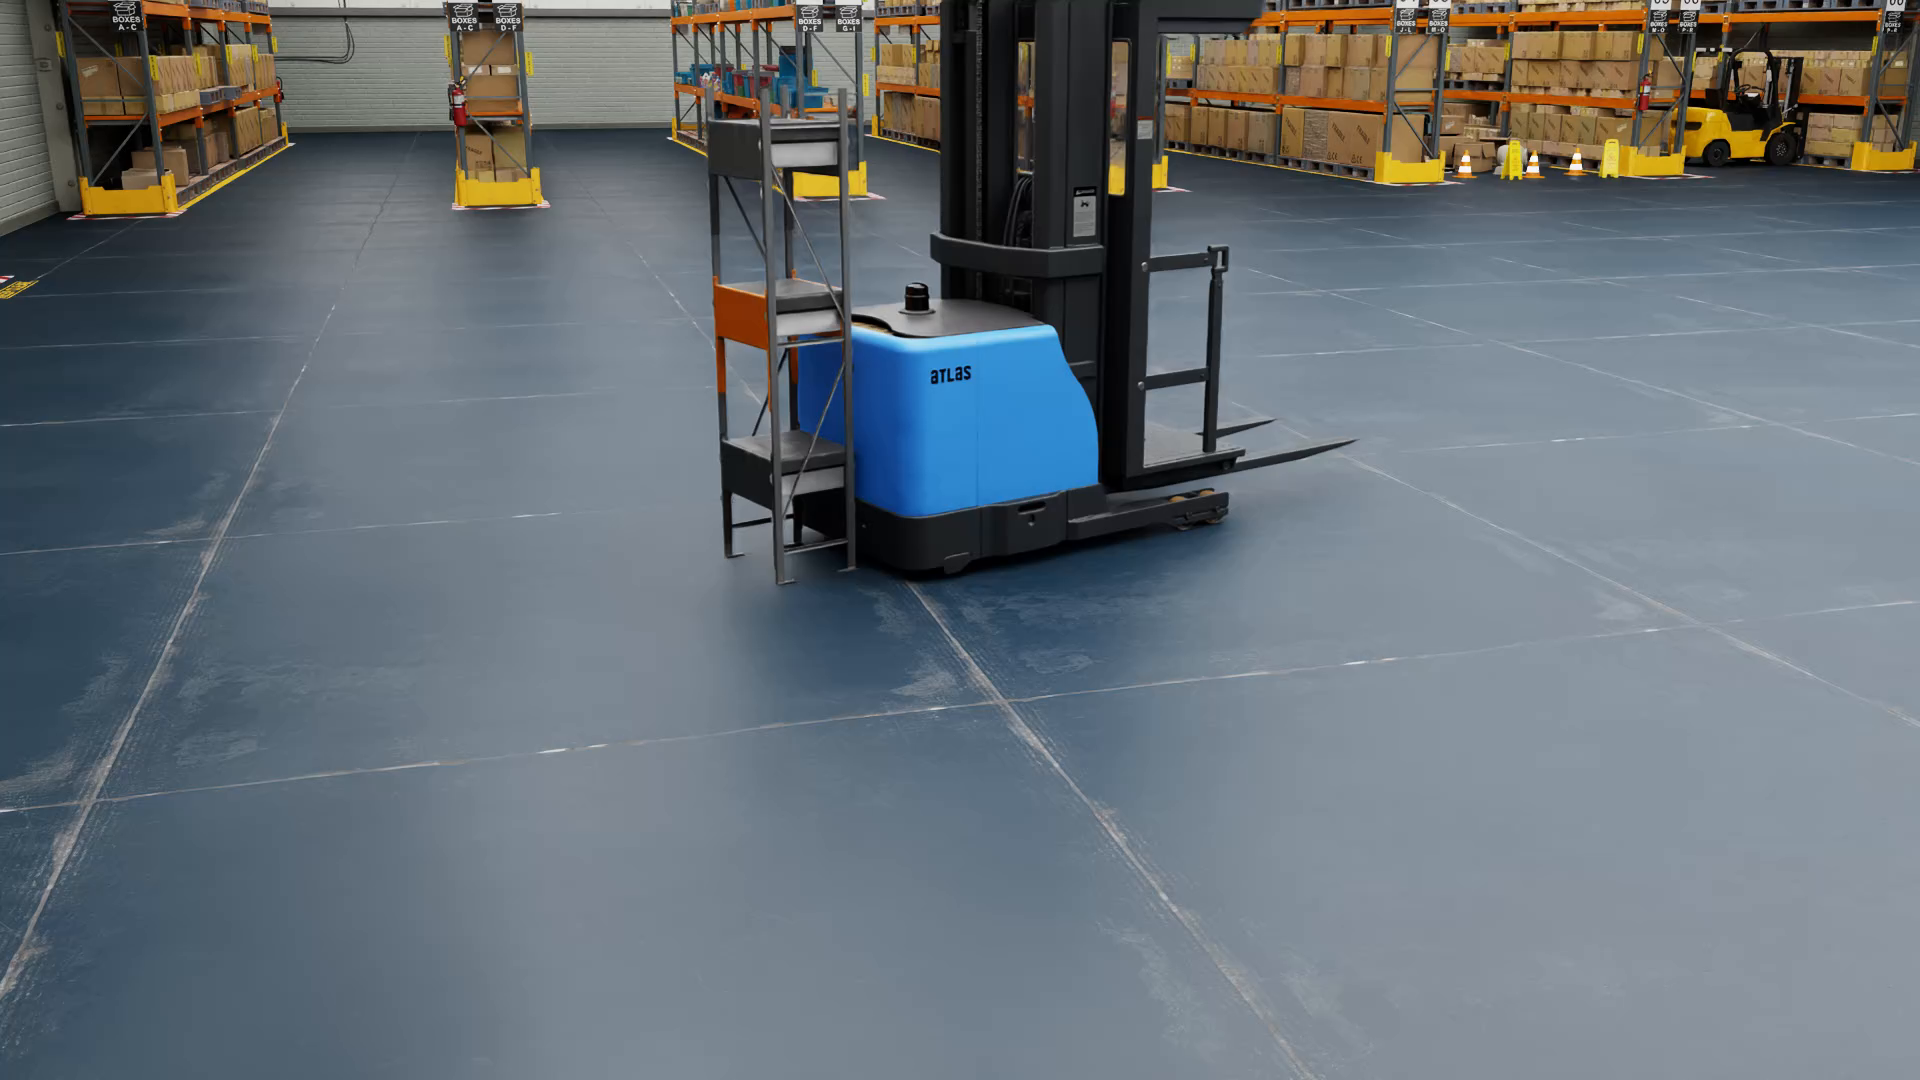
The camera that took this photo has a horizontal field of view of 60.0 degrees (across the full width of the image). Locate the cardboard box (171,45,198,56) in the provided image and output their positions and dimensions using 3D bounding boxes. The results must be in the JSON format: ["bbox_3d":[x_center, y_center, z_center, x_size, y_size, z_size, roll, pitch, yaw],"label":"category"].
[{"bbox_3d":[-14.068,-8.846,30.158,0.500,0.250,0.500,-4,17,-14],"label":"cardboard box"}]

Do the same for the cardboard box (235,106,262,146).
[{"bbox_3d":[-14.489,-8.290,33.344,0.750,0.750,0.750,-4,17,-15],"label":"cardboard box"}]

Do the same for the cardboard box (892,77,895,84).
[{"bbox_3d":[-1.400,-10.900,39.461,0.380,0.149,0.250,-5,17,-17],"label":"cardboard box"}]

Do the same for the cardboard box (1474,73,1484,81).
[{"bbox_3d":[10.654,-9.378,33.665,0.380,0.149,0.250,-5,17,-16],"label":"cardboard box"}]

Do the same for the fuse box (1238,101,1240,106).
[{"bbox_3d":[8.412,-13.420,49.653,0.539,1.711,0.414,-5,17,-15],"label":"fuse box"}]

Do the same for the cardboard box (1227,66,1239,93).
[{"bbox_3d":[5.670,-9.205,33.210,0.500,0.500,0.500,-5,17,-16],"label":"cardboard box"}]

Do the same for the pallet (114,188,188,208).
[{"bbox_3d":[-11.705,-4.882,23.838,1.003,0.211,1.213,-5,17,-15],"label":"pallet"}]

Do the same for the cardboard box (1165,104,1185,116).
[{"bbox_3d":[4.802,-9.391,36.314,0.500,0.250,0.500,-4,17,-14],"label":"cardboard box"}]

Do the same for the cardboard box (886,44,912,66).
[{"bbox_3d":[-1.446,-11.564,39.676,0.500,0.500,0.500,-5,17,-17],"label":"cardboard box"}]

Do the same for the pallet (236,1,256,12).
[{"bbox_3d":[-15.008,-10.910,33.997,1.003,0.211,1.213,-5,17,-15],"label":"pallet"}]

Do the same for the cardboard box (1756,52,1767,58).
[{"bbox_3d":[16.005,-9.602,32.886,0.380,0.149,0.250,-4,17,-14],"label":"cardboard box"}]

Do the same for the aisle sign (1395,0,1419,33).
[{"bbox_3d":[7.321,-8.710,27.215,0.394,0.787,0.004,-5,17,-15],"label":"aisle sign"}]

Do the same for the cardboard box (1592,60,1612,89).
[{"bbox_3d":[11.774,-8.385,29.961,0.500,0.500,0.500,-5,17,-15],"label":"cardboard box"}]

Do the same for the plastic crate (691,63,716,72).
[{"bbox_3d":[-6.095,-11.146,39.678,0.616,0.435,0.499,-5,17,-15],"label":"plastic crate"}]

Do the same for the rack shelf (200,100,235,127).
[{"bbox_3d":[-13.144,-7.284,28.238,1.077,0.370,4.000,-5,17,-15],"label":"rack shelf"}]

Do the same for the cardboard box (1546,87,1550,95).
[{"bbox_3d":[11.360,-8.522,31.544,0.380,0.149,0.250,-5,17,-16],"label":"cardboard box"}]

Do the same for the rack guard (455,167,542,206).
[{"bbox_3d":[-6.727,-5.158,24.254,1.175,0.500,0.348,-5,17,-15],"label":"rack guard"}]

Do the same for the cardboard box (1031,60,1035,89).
[{"bbox_3d":[1.758,-8.311,29.716,0.875,0.500,0.500,-5,17,-15],"label":"cardboard box"}]

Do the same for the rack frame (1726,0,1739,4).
[{"bbox_3d":[15.993,-12.300,33.259,1.000,3.000,0.127,-5,17,-15],"label":"rack frame"}]

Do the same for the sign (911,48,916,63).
[{"bbox_3d":[-1.038,-10.871,37.287,0.100,0.325,0.005,-5,17,-15],"label":"sign"}]

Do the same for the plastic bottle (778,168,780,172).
[{"bbox_3d":[-2.945,-6.166,27.223,0.061,0.283,0.133,-4,17,-14],"label":"plastic bottle"}]

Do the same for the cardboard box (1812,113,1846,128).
[{"bbox_3d":[16.520,-7.927,31.441,0.500,0.250,0.500,-4,17,-14],"label":"cardboard box"}]

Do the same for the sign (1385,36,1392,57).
[{"bbox_3d":[7.064,-8.137,27.402,0.100,0.325,0.005,-5,17,-15],"label":"sign"}]

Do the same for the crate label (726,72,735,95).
[{"bbox_3d":[-4.155,-8.686,31.593,0.502,0.435,0.616,-5,17,-15],"label":"crate label"}]

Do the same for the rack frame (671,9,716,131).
[{"bbox_3d":[-6.367,-11.178,39.951,1.000,3.000,0.127,-5,17,-15],"label":"rack frame"}]

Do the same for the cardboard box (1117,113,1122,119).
[{"bbox_3d":[3.944,-10.026,39.307,0.380,0.149,0.250,-4,17,-14],"label":"cardboard box"}]

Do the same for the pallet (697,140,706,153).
[{"bbox_3d":[-5.095,-8.519,35.947,1.003,0.211,1.213,-5,17,-15],"label":"pallet"}]

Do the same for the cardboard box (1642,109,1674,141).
[{"bbox_3d":[15.425,-9.058,36.289,0.875,0.625,0.625,-5,18,-18],"label":"cardboard box"}]

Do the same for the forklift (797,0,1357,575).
[{"bbox_3d":[0.718,-1.563,8.060,3.031,2.935,1.130,-11,20,-33],"label":"forklift"}]

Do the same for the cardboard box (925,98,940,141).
[{"bbox_3d":[-0.064,-9.224,36.409,1.225,0.875,0.875,-5,18,-17],"label":"cardboard box"}]

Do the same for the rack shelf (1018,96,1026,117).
[{"bbox_3d":[1.144,-8.459,32.149,1.077,0.370,4.000,-5,17,-15],"label":"rack shelf"}]

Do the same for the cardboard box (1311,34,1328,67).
[{"bbox_3d":[6.838,-8.796,29.881,0.875,0.550,0.550,-5,17,-15],"label":"cardboard box"}]

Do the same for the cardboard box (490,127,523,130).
[{"bbox_3d":[-7.228,-6.323,26.535,0.500,0.500,0.500,-5,17,-15],"label":"cardboard box"}]

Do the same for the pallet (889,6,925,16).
[{"bbox_3d":[-1.052,-12.421,39.030,1.003,0.211,1.213,-5,17,-15],"label":"pallet"}]

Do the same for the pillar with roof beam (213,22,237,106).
[{"bbox_3d":[-13.327,-14.287,39.872,9.100,9.000,0.400,-5,17,-15],"label":"pillar with roof beam"}]

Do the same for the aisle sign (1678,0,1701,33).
[{"bbox_3d":[12.636,-9.180,28.780,0.394,0.787,0.004,-5,17,-15],"label":"aisle sign"}]

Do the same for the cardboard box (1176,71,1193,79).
[{"bbox_3d":[4.813,-9.902,35.409,0.380,0.149,0.250,-4,17,-14],"label":"cardboard box"}]

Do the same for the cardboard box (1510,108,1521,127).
[{"bbox_3d":[13.867,-10.346,40.796,0.500,0.500,0.500,-5,17,-16],"label":"cardboard box"}]

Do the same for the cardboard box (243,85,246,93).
[{"bbox_3d":[-14.175,-8.822,32.509,0.380,0.149,0.250,-5,17,-15],"label":"cardboard box"}]

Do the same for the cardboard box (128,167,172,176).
[{"bbox_3d":[-11.755,-5.248,24.119,0.500,0.311,0.500,-3,17,-11],"label":"cardboard box"}]

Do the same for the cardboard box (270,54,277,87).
[{"bbox_3d":[-15.742,-10.398,36.833,0.980,0.700,0.700,-4,17,-13],"label":"cardboard box"}]

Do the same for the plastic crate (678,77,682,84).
[{"bbox_3d":[-6.420,-10.703,38.724,0.250,0.136,0.298,-5,17,-15],"label":"plastic crate"}]

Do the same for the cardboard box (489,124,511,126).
[{"bbox_3d":[-8.931,-7.881,32.555,0.500,0.500,0.500,-5,18,-17],"label":"cardboard box"}]

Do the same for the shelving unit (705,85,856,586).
[{"bbox_3d":[-0.777,-0.896,7.284,0.431,2.100,0.503,-11,20,-33],"label":"shelving unit"}]

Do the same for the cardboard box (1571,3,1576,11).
[{"bbox_3d":[11.495,-9.817,30.643,0.380,0.149,0.250,-5,17,-15],"label":"cardboard box"}]

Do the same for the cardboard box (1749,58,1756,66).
[{"bbox_3d":[15.999,-9.536,33.181,0.380,0.149,0.250,-5,17,-15],"label":"cardboard box"}]

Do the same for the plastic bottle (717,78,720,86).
[{"bbox_3d":[-4.821,-9.133,33.365,0.097,0.271,0.097,0,17,0],"label":"plastic bottle"}]

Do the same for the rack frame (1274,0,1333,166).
[{"bbox_3d":[6.490,-8.615,31.416,1.000,3.000,0.127,-5,17,-15],"label":"rack frame"}]

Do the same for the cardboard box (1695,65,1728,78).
[{"bbox_3d":[15.613,-9.711,34.457,0.500,0.250,0.500,-5,17,-16],"label":"cardboard box"}]

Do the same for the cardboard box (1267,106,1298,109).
[{"bbox_3d":[8.461,-10.900,42.749,0.875,0.438,0.875,-4,17,-14],"label":"cardboard box"}]

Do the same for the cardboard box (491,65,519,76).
[{"bbox_3d":[-6.634,-6.846,24.227,0.380,0.149,0.250,-5,17,-16],"label":"cardboard box"}]

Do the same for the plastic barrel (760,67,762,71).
[{"bbox_3d":[-3.680,-8.751,31.677,0.421,0.512,0.421,0,17,0],"label":"plastic barrel"}]
